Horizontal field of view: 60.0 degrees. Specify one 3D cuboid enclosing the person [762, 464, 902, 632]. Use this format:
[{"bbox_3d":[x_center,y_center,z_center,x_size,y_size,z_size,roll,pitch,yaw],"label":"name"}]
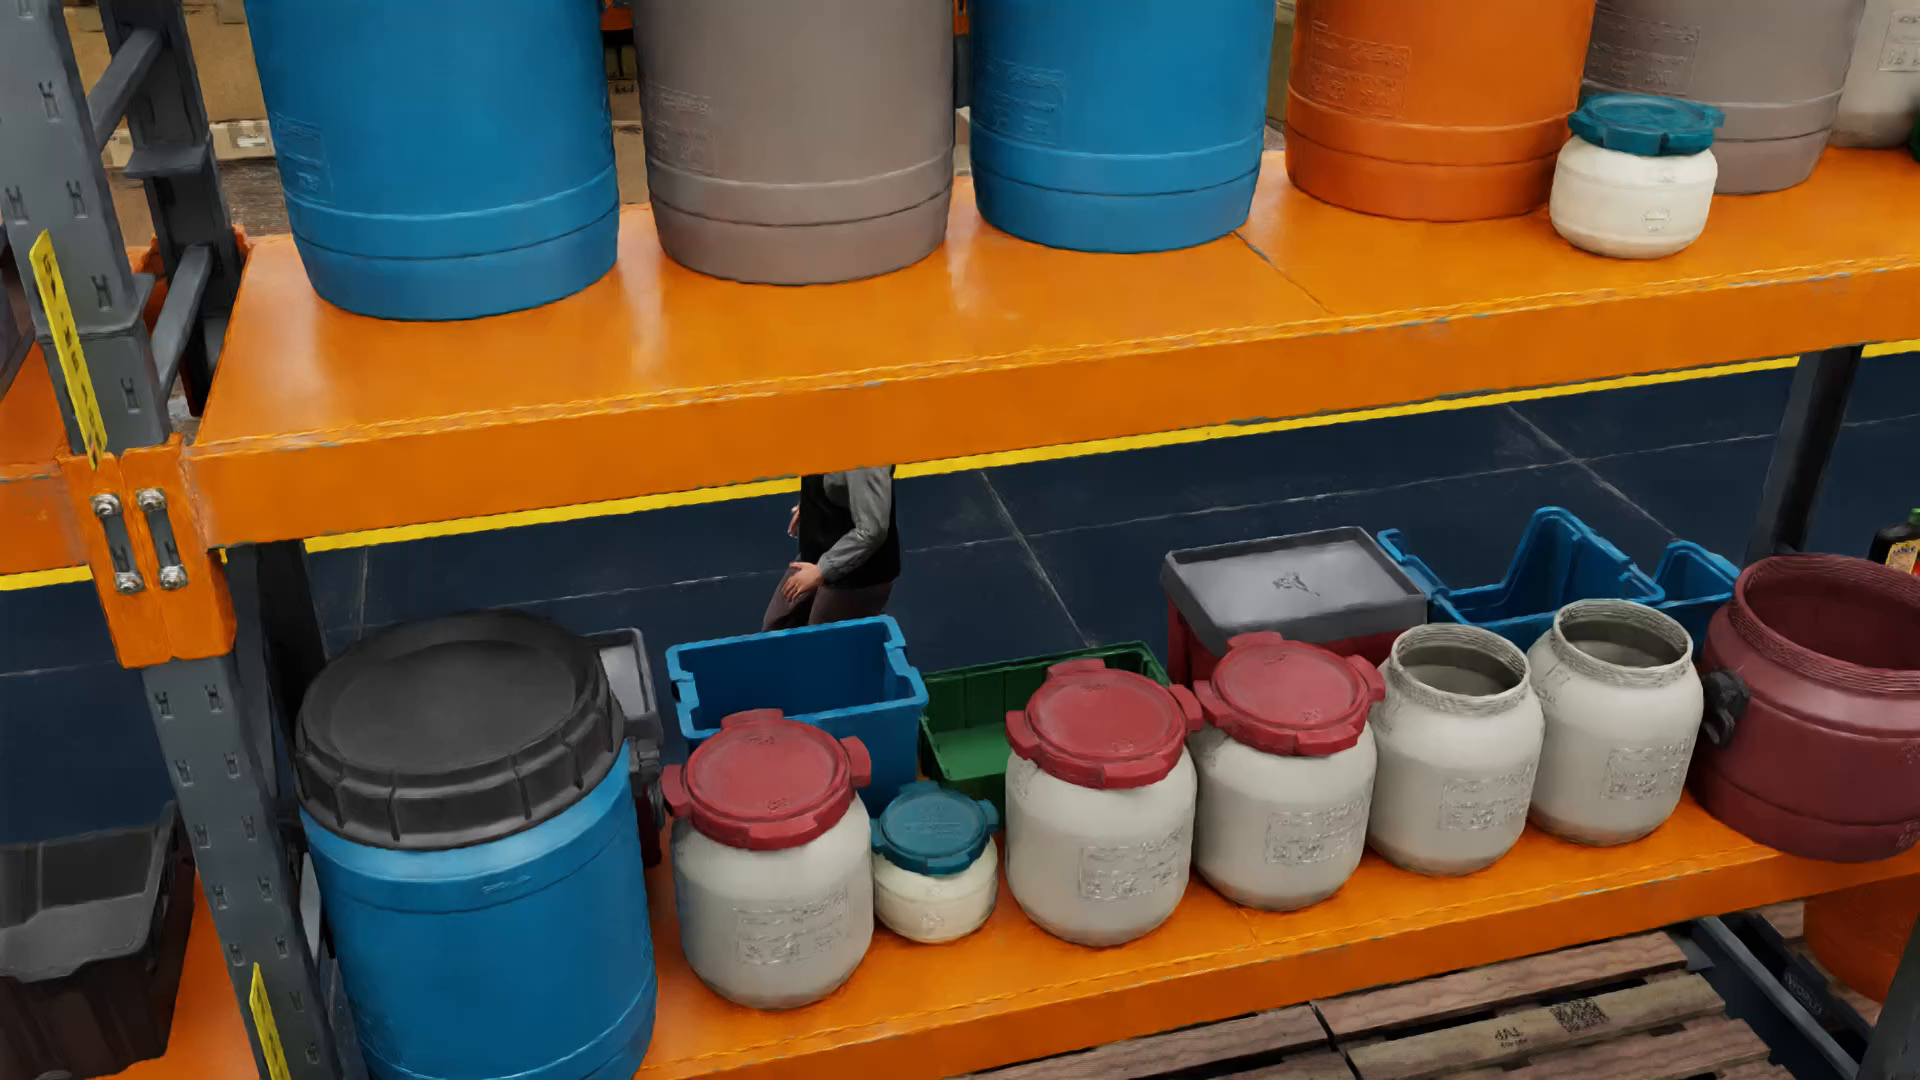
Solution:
[{"bbox_3d":[-0.462,0.106,6.007,0.502,1.695,0.716,-8,31,-13],"label":"person"}]
